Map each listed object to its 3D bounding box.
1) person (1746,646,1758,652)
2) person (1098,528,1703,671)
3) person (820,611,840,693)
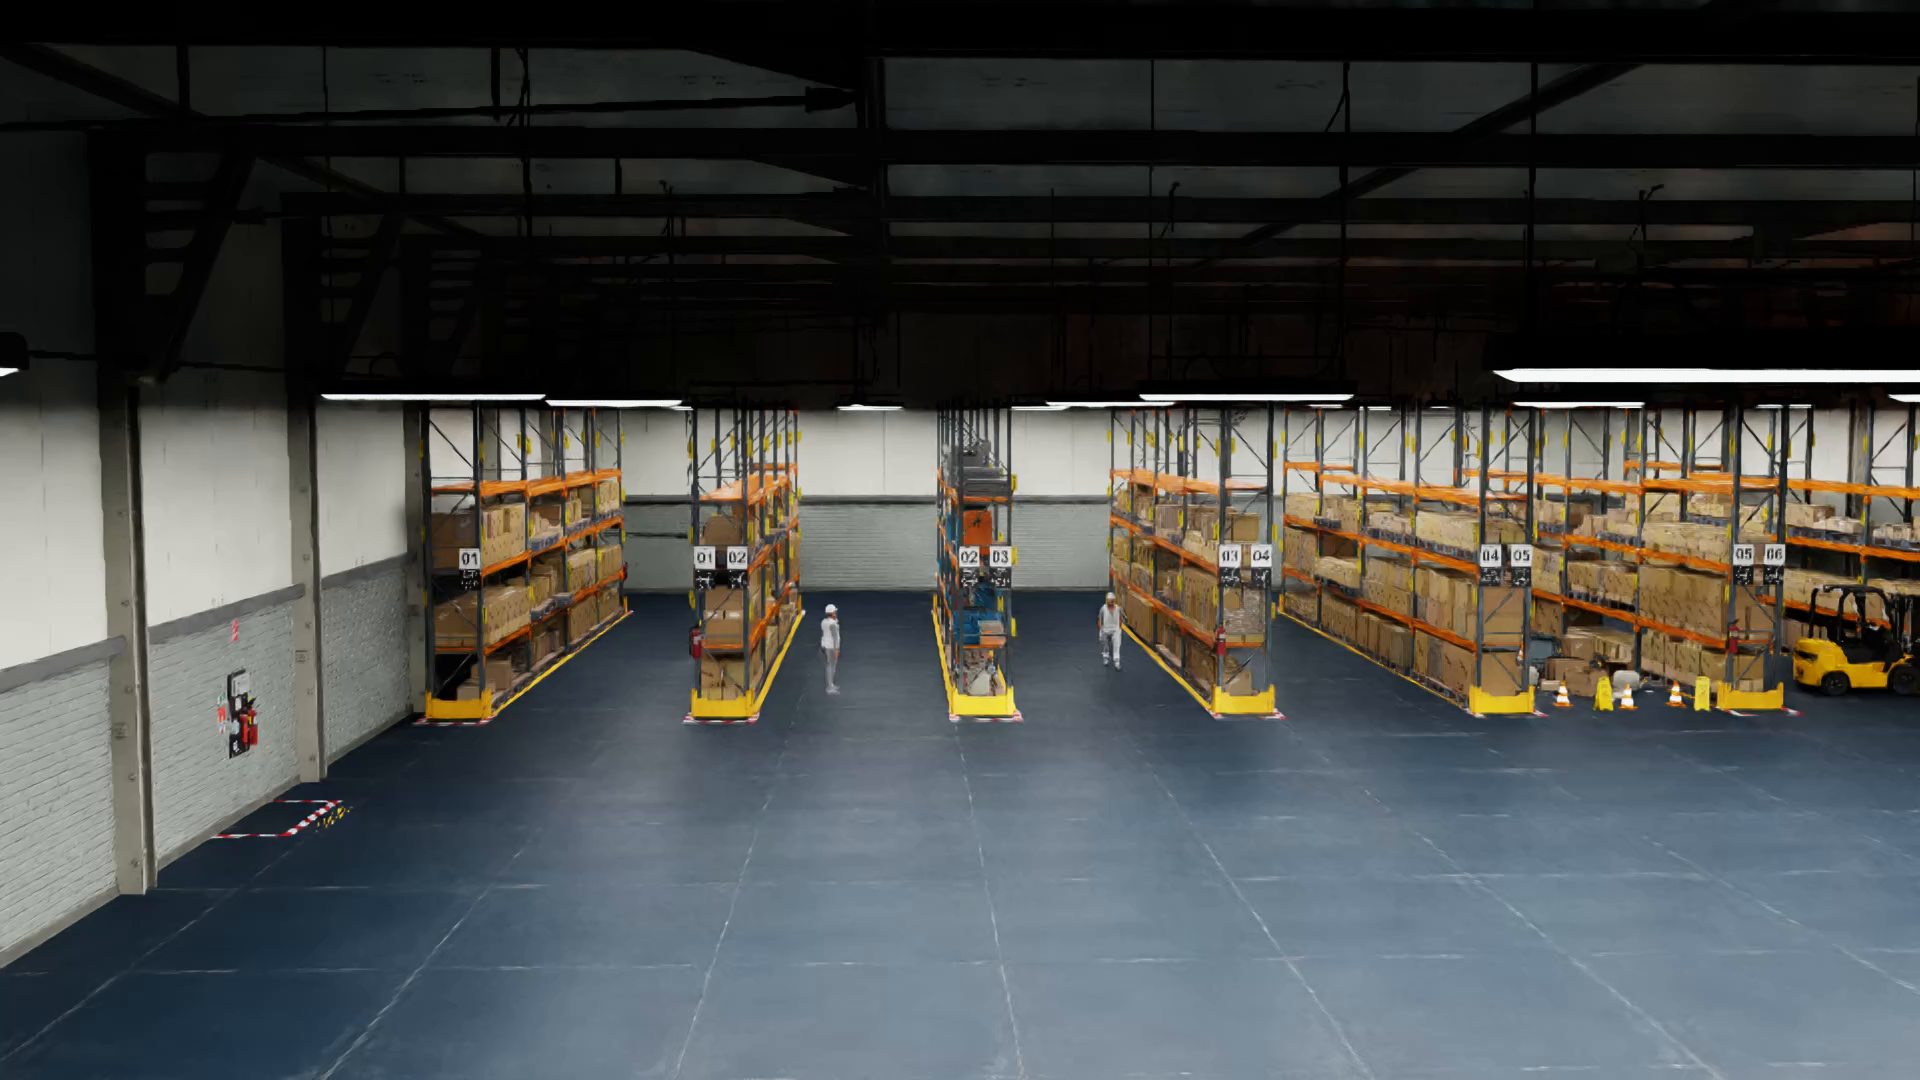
[{"bbox_3d":[16.947,2.119,35.705,0.544,1.667,0.573,3,5,30],"label":"person"},{"bbox_3d":[9.084,1.299,35.547,12.039,3.324,3.589,0,4,0],"label":"person"},{"bbox_3d":[-2.597,2.224,33.942,0.463,1.731,0.598,-2,5,-29],"label":"person"}]
